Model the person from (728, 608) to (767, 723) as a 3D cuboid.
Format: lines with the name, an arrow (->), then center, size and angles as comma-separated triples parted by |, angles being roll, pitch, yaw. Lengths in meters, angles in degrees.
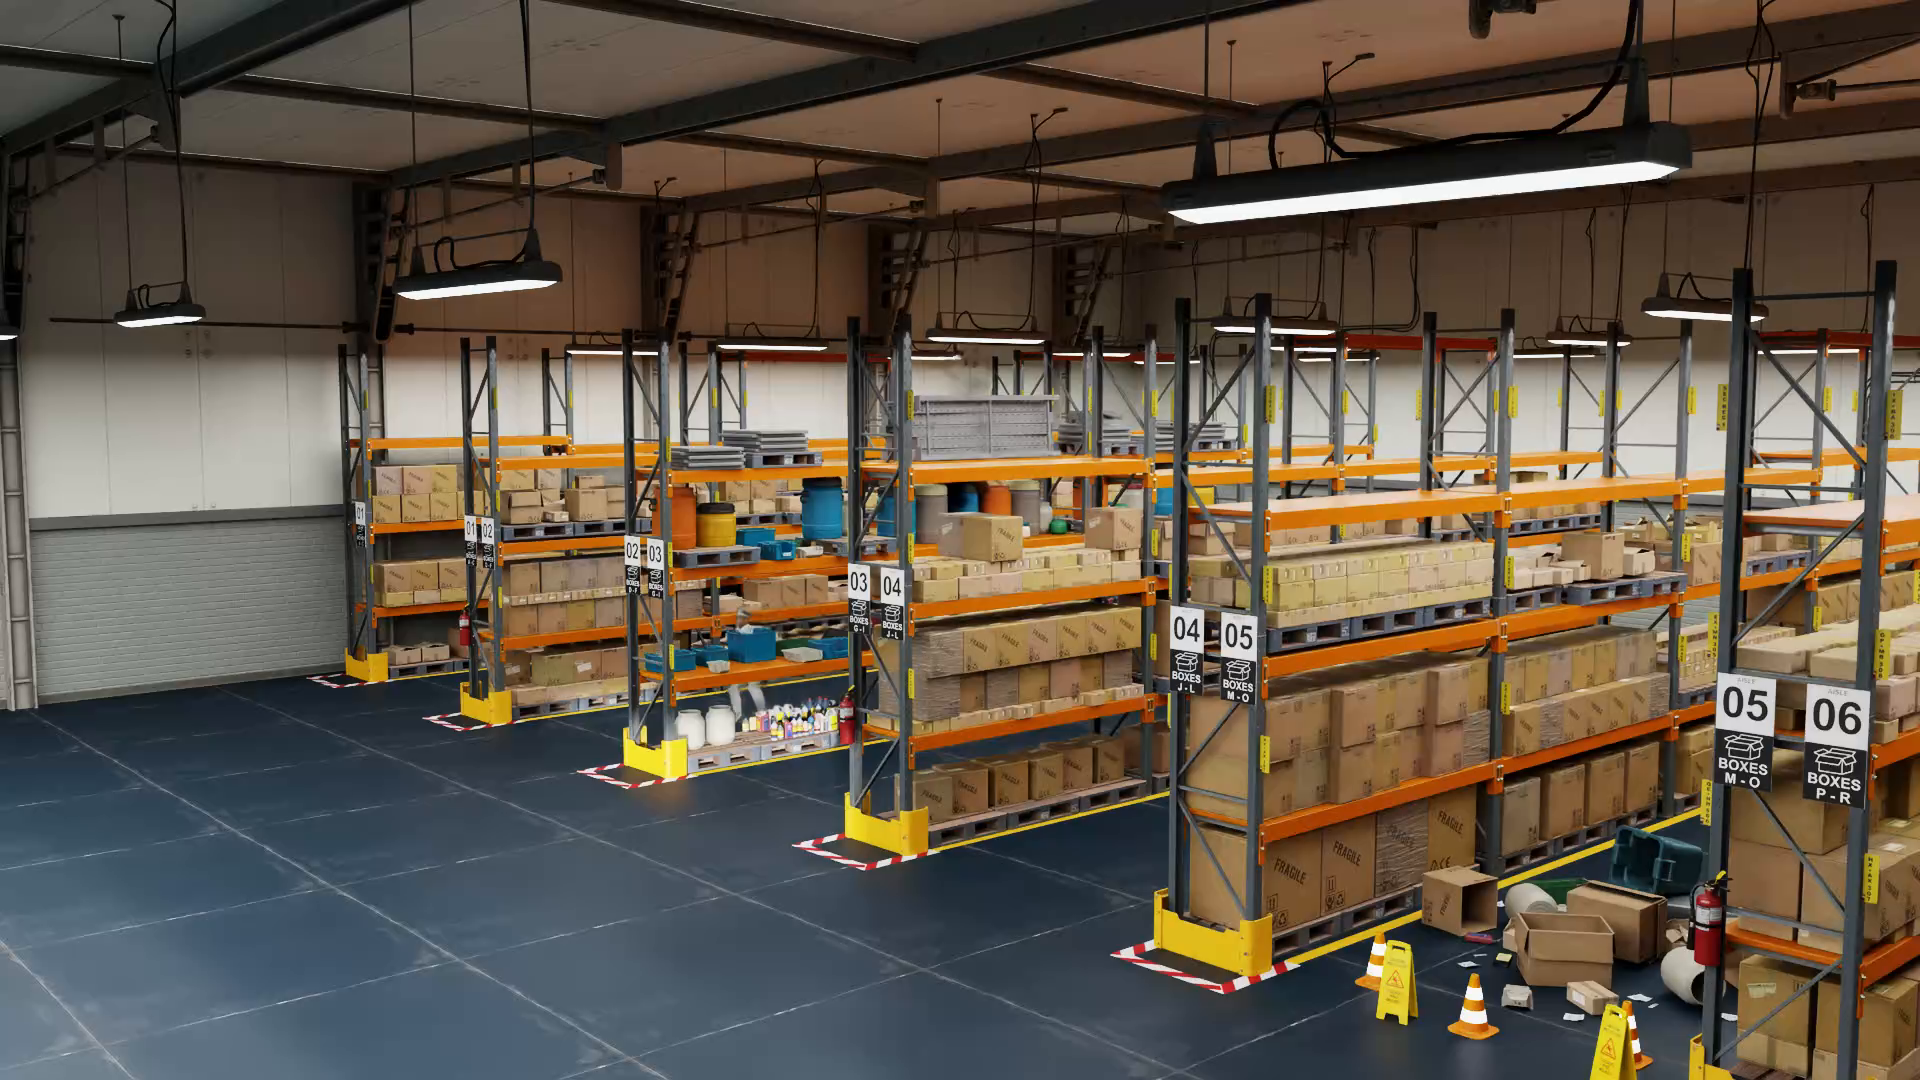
person -> -3.322, 1.982, 25.938 | 0.626, 1.858, 0.785 | 4, 7, 39
